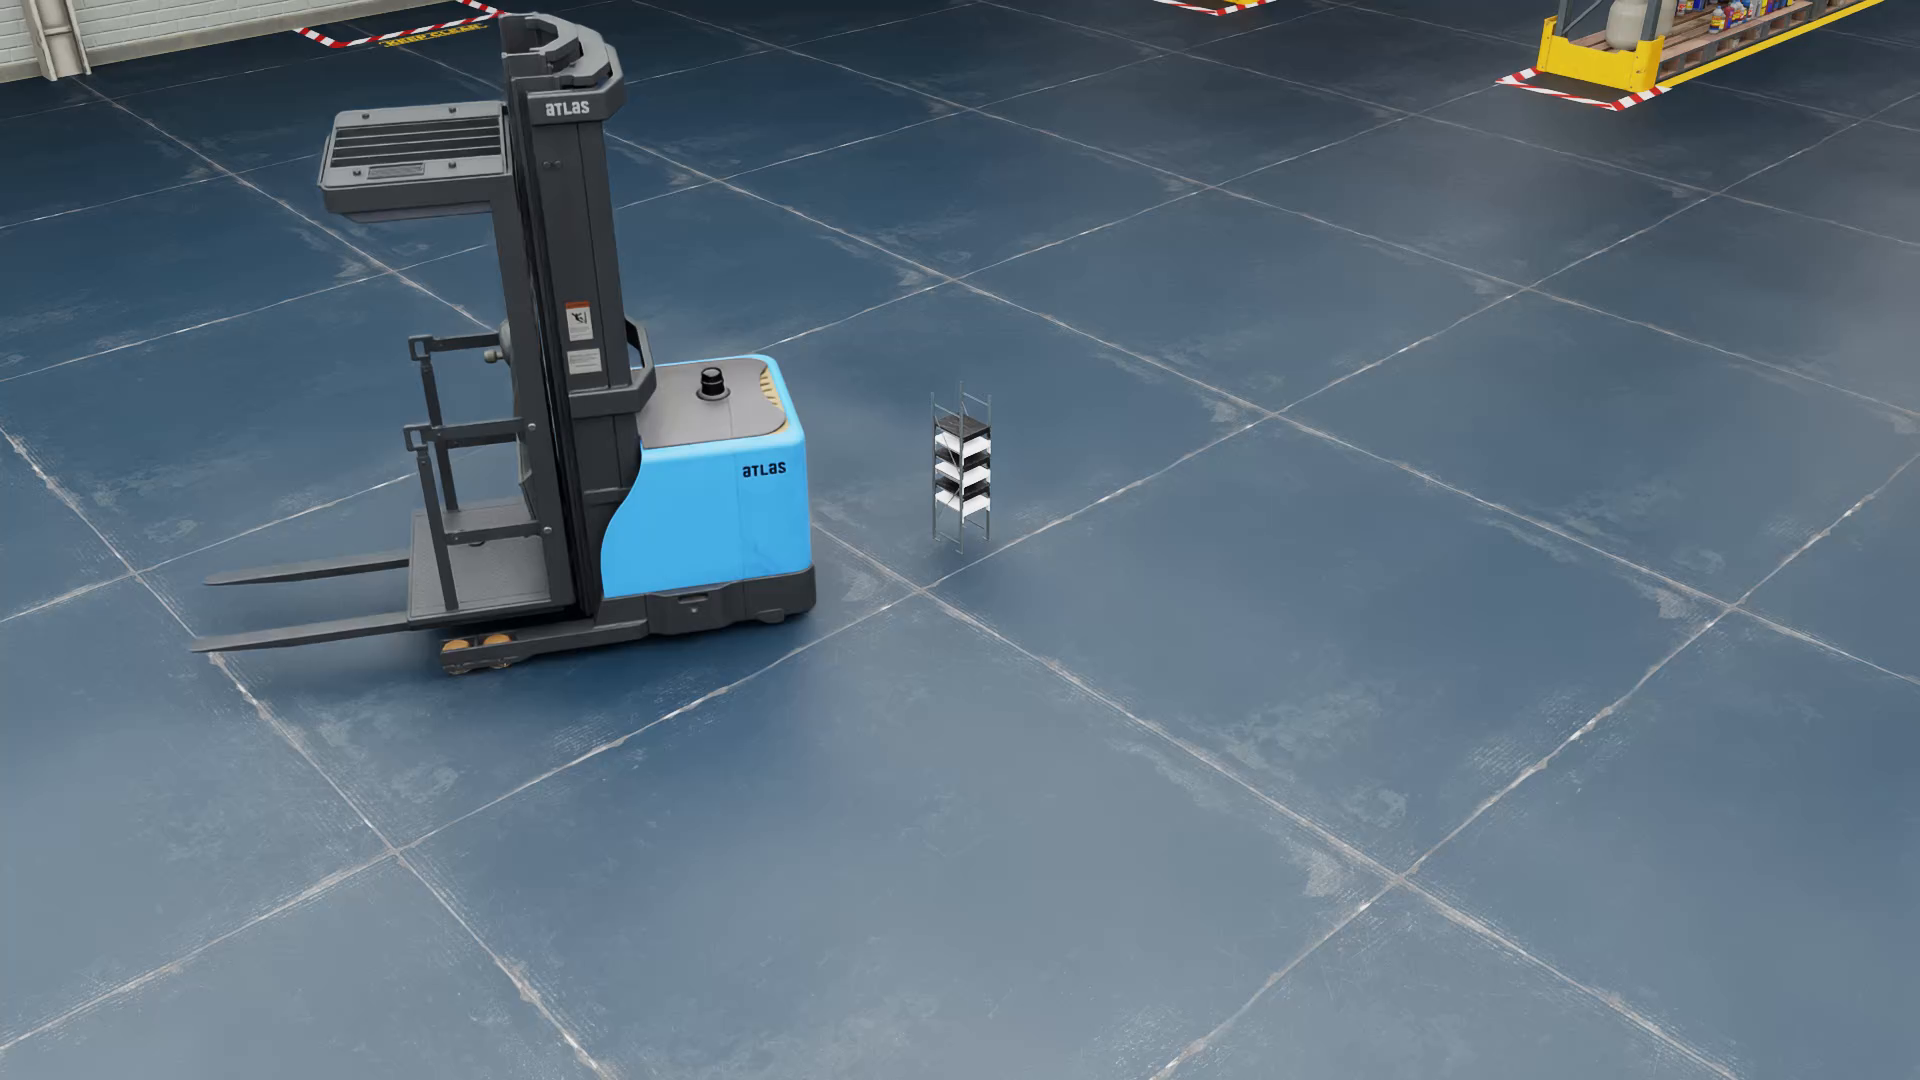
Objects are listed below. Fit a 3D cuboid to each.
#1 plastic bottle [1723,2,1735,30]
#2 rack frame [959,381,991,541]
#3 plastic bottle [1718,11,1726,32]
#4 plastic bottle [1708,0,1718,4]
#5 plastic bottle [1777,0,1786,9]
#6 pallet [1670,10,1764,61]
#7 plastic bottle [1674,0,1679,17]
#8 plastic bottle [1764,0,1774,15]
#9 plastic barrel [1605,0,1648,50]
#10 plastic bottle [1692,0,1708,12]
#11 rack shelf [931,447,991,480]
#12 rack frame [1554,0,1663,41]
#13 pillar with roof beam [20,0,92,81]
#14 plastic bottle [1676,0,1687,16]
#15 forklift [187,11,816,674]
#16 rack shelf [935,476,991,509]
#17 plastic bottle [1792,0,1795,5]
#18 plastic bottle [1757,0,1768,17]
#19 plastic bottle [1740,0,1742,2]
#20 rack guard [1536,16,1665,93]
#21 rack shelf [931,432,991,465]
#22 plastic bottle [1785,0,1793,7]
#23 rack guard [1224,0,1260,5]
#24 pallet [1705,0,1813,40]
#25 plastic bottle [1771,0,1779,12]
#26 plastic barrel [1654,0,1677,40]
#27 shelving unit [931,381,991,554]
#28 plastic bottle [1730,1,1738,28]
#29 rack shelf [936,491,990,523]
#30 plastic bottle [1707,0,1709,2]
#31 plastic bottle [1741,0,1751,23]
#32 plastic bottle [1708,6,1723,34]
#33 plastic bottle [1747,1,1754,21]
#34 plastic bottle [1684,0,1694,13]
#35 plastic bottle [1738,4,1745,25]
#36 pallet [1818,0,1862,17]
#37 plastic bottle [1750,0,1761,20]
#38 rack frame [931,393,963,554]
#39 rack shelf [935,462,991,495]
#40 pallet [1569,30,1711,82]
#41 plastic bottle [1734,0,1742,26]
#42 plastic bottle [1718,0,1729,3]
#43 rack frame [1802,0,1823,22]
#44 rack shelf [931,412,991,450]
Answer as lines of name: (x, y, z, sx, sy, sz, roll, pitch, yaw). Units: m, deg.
plastic bottle: (8.162, -5.574, 17.672, 0.133, 0.283, 0.061, -25, 39, -35)
rack frame: (0.081, -0.423, 9.079, 0.006, 0.900, 0.240, -26, 40, -35)
plastic bottle: (8.060, -5.502, 17.633, 0.097, 0.201, 0.097, 0, 31, 0)
plastic bottle: (8.477, -6.165, 18.650, 0.097, 0.271, 0.097, 0, 31, 0)
plastic bottle: (9.099, -6.085, 18.444, 0.185, 0.351, 0.144, -27, 41, -37)
pallet: (7.960, -5.520, 18.074, 1.213, 0.211, 1.003, -26, 40, -35)
plastic bottle: (7.767, -5.834, 18.097, 0.133, 0.283, 0.061, -26, 40, -35)
plastic bottle: (8.867, -5.915, 18.230, 0.133, 0.283, 0.061, -23, 38, -32)
plastic barrel: (6.873, -5.328, 17.070, 0.421, 0.512, 0.421, 0, 31, 0)
plastic bottle: (8.170, -5.999, 18.374, 0.135, 0.276, 0.152, -26, 40, -35)
rack shelf: (0.006, -0.435, 8.990, 0.200, 0.077, 0.258, -26, 40, -35)
rack frame: (6.442, -5.948, 16.101, 0.127, 3.000, 1.000, -26, 40, -35)
pillar with roof beam: (-6.241, -6.973, 12.027, 0.400, 9.000, 9.100, -26, 40, -35)
plastic bottle: (7.895, -5.848, 18.198, 0.097, 0.201, 0.097, 0, 31, 0)
forklift: (-2.317, -0.897, 7.907, 3.031, 2.935, 1.130, -8, 32, -12)
rack shelf: (0.006, -0.282, 9.084, 0.200, 0.077, 0.258, -26, 40, -35)
plastic bottle: (9.321, -6.112, 18.631, 0.097, 0.201, 0.097, 0, 31, 0)
plastic bottle: (8.722, -5.903, 18.145, 0.185, 0.351, 0.144, -26, 40, -36)
plastic bottle: (8.527, -5.858, 18.137, 0.133, 0.283, 0.061, -26, 40, -35)
rack guard: (6.466, -4.926, 16.827, 0.348, 0.500, 1.175, -26, 40, -35)
rack shelf: (0.006, -0.512, 8.943, 0.200, 0.077, 0.258, -26, 40, -35)
plastic bottle: (9.247, -6.098, 18.530, 0.133, 0.283, 0.061, -24, 39, -33)
rack guard: (3.060, -6.769, 19.840, 0.348, 0.500, 1.175, -26, 40, -35)
pallet: (8.855, -5.954, 18.785, 1.213, 0.211, 1.003, -26, 40, -35)
plastic bottle: (8.958, -6.017, 18.333, 0.144, 0.351, 0.185, 27, 40, 37)
plastic barrel: (7.241, -5.506, 17.361, 0.421, 0.512, 0.421, 0, 31, 0)
shelving unit: (0.006, -0.387, 9.020, 0.210, 0.900, 0.258, -26, 40, -35)
plastic bottle: (8.235, -5.617, 17.754, 0.097, 0.271, 0.097, 0, 31, 0)
rack shelf: (0.006, -0.205, 9.131, 0.200, 0.077, 0.258, -26, 40, -35)
plastic bottle: (8.363, -6.229, 18.680, 0.144, 0.351, 0.185, 27, 41, 37)
plastic bottle: (8.457, -5.724, 17.929, 0.097, 0.271, 0.097, 0, 31, 0)
plastic bottle: (7.984, -5.495, 17.555, 0.097, 0.271, 0.097, 0, 31, 0)
plastic bottle: (8.532, -5.730, 18.007, 0.097, 0.201, 0.097, 0, 31, 0)
plastic bottle: (8.029, -5.918, 18.314, 0.097, 0.201, 0.097, 0, 31, 0)
plastic bottle: (8.381, -5.658, 17.887, 0.097, 0.201, 0.097, 0, 31, 0)
pallet: (9.925, -6.470, 19.629, 1.213, 0.211, 1.003, -26, 40, -35)
plastic bottle: (8.600, -5.815, 18.073, 0.135, 0.276, 0.152, -25, 39, -35)
rack frame: (-0.069, -0.351, 8.961, 0.006, 0.900, 0.240, -26, 40, -35)
rack shelf: (0.006, -0.358, 9.037, 0.200, 0.077, 0.258, -26, 40, -35)
pallet: (7.065, -5.089, 17.370, 1.213, 0.211, 1.003, -26, 40, -35)
plastic bottle: (8.308, -5.652, 17.812, 0.097, 0.271, 0.097, 0, 31, 0)
plastic bottle: (8.599, -6.241, 18.699, 0.185, 0.351, 0.144, -26, 40, -35)
rack frame: (9.375, -7.366, 18.421, 0.127, 3.000, 1.000, -26, 40, -35)
rack shelf: (0.006, -0.589, 8.896, 0.200, 0.077, 0.258, -26, 40, -35)
